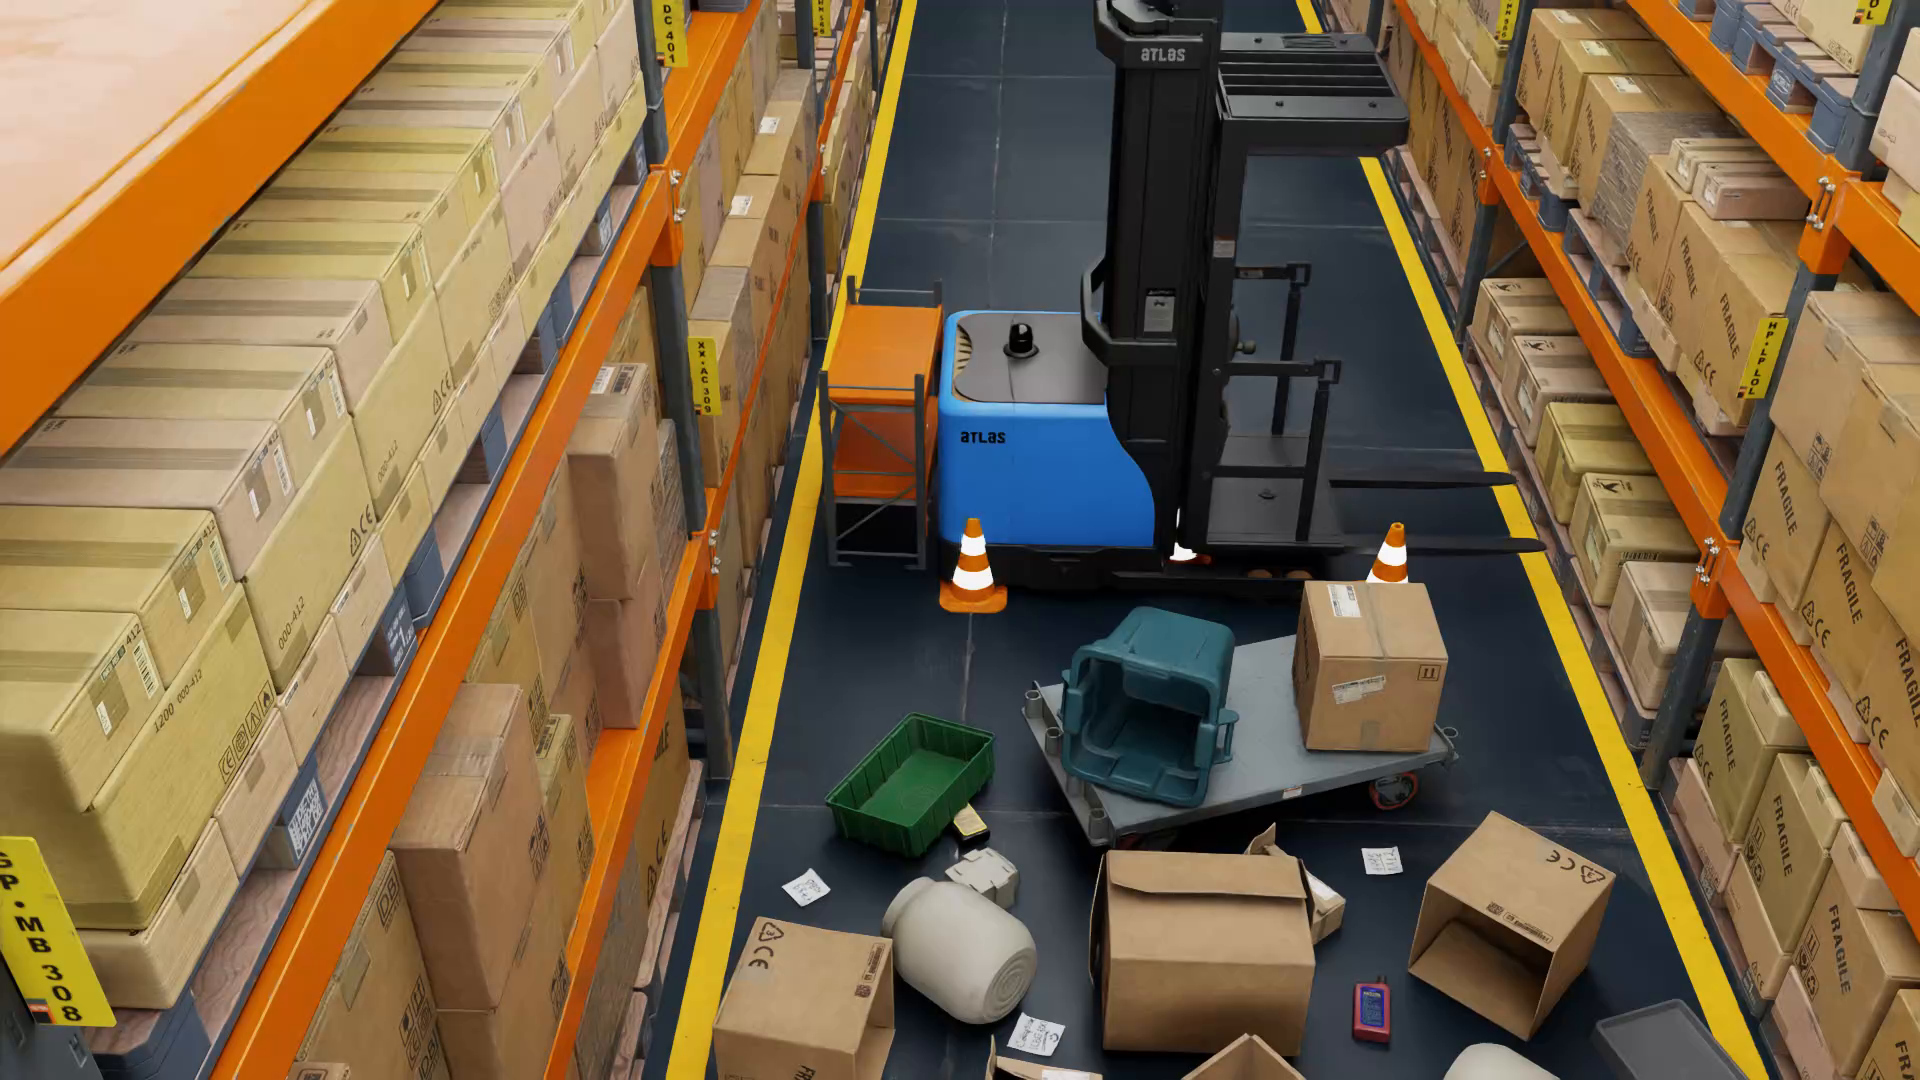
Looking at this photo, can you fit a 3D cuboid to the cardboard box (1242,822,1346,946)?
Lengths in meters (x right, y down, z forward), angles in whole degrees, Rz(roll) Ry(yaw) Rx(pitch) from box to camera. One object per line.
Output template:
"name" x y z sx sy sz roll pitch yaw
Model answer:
"cardboard box" 1.279 1.367 6.520 0.258 0.266 0.396 -24 42 -30

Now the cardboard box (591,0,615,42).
"cardboard box" -1.201 -1.527 4.724 0.380 0.149 0.250 1 35 2

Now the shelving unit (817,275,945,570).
"shelving unit" -0.383 -0.618 8.596 0.538 1.125 1.048 2 35 4

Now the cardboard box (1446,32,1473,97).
"cardboard box" 3.382 -2.998 10.483 0.500 0.250 0.500 2 35 3

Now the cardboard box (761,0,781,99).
"cardboard box" -1.362 -2.717 8.997 0.700 0.500 0.500 1 35 2

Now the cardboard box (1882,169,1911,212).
"cardboard box" 3.196 -1.120 5.290 0.380 0.149 0.250 1 35 1

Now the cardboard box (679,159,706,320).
"cardboard box" -1.462 -1.258 6.920 0.700 0.500 0.500 1 35 1

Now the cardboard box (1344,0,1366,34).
"cardboard box" 3.945 -4.763 14.727 0.875 0.438 0.875 0 35 0

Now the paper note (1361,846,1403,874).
"paper note" 1.730 1.309 6.806 0.148 0.019 0.142 1 35 2

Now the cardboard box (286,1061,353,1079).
"cardboard box" -1.601 1.356 3.088 0.875 0.550 0.550 1 35 2

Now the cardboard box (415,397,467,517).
"cardboard box" -1.270 -0.180 3.501 0.380 0.149 0.250 1 35 2

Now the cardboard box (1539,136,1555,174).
"cardboard box" 3.316 -2.037 8.839 0.380 0.149 0.250 -1 35 -1

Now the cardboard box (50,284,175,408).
"cardboard box" -1.873 -0.292 3.314 0.500 0.250 0.500 1 35 2

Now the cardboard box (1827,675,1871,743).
"cardboard box" 3.139 0.547 5.527 0.380 0.149 0.250 2 35 3

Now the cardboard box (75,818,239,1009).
"cardboard box" -1.321 0.545 2.470 0.380 0.149 0.250 2 35 2

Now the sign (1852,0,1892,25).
"sign" 2.901 -1.781 5.220 0.100 0.325 0.005 1 35 2

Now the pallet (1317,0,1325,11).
"pallet" 3.984 -5.463 16.285 1.003 0.211 1.213 1 35 2

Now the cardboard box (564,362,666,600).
"cardboard box" -1.449 -0.200 5.302 0.875 0.550 0.550 1 35 2

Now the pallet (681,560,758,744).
"pallet" -1.539 0.469 7.845 1.003 0.211 1.213 1 35 2

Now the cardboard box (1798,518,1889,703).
"cardboard box" 3.163 0.202 5.454 0.500 0.500 0.500 1 35 2

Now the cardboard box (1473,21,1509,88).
"cardboard box" 3.382 -2.896 9.903 0.500 0.250 0.500 1 35 2

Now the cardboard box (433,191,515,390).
"cardboard box" -1.319 -0.570 3.709 0.500 0.250 0.500 1 35 2

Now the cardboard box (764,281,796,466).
"cardboard box" -1.480 -0.926 8.996 1.050 0.750 0.750 2 35 3

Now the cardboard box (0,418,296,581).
"cardboard box" -1.303 -0.067 2.647 0.380 0.149 0.250 1 35 1

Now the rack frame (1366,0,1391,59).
"rack frame" 3.777 -4.767 12.869 1.000 3.000 0.127 1 35 2

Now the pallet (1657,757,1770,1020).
"pallet" 3.464 1.357 6.581 1.003 0.211 1.213 1 35 2

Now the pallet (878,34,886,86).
"pallet" -1.181 -4.069 14.301 1.003 0.211 1.213 1 35 2

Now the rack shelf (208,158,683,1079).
"rack shelf" -1.575 -0.011 4.119 1.077 0.370 4.000 1 35 2

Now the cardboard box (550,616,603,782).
"cardboard box" -1.636 0.548 5.176 0.875 0.550 0.550 1 35 2

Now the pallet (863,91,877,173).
"pallet" -1.203 -3.235 13.115 1.003 0.211 1.213 1 35 2

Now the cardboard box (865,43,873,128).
"cardboard box" -0.951 -3.541 12.934 0.500 0.500 0.500 1 35 1

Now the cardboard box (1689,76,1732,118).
"cardboard box" 3.847 -1.948 8.148 0.500 0.500 0.500 -1 35 -1

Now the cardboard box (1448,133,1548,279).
"cardboard box" 3.727 -2.166 10.652 0.875 0.875 0.875 1 35 1

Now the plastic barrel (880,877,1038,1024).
"plastic barrel" -0.007 1.515 6.172 0.512 0.421 0.421 28 44 33

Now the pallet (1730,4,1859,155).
"pallet" 3.587 -1.673 6.022 1.213 0.211 1.003 1 35 2

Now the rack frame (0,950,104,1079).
"rack frame" -1.658 -0.383 1.415 0.949 2.616 0.053 1 35 2

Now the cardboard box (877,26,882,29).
"cardboard box" -0.869 -4.327 14.358 0.380 0.149 0.250 1 35 2

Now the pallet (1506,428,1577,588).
"pallet" 3.532 -0.180 8.768 1.003 0.211 1.213 1 35 2

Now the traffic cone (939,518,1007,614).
"traffic cone" 0.068 0.076 8.186 0.336 0.463 0.334 1 35 2

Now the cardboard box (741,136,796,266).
"cardboard box" -1.125 -1.727 8.457 0.500 0.500 0.500 1 35 1

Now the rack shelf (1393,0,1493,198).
"rack shelf" 3.697 -3.323 11.441 1.077 0.370 4.000 1 35 2

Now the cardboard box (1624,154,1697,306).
"cardboard box" 3.290 -1.357 7.307 0.500 0.500 0.500 2 35 4

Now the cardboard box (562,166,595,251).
"cardboard box" -1.219 -0.907 4.535 0.380 0.149 0.250 1 35 2

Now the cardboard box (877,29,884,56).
"cardboard box" -0.839 -4.151 13.849 0.380 0.149 0.250 3 35 4

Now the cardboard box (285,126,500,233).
"cardboard box" -1.251 -0.800 3.690 0.380 0.149 0.250 2 35 2

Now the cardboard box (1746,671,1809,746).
"cardboard box" 3.097 0.614 6.024 0.380 0.149 0.250 2 35 3

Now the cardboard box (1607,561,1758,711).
"cardboard box" 3.474 0.431 7.393 0.950 0.372 0.625 2 35 2

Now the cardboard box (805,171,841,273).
"cardboard box" -1.050 -2.074 10.847 0.500 0.500 0.500 0 35 0

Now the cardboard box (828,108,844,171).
"cardboard box" -1.044 -2.663 11.032 0.500 0.250 0.500 1 35 1

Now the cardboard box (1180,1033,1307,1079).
"cardboard box" 0.836 2.081 5.296 0.797 0.503 0.637 -24 42 -30

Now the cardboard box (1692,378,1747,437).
"cardboard box" 3.201 -0.541 6.711 0.380 0.149 0.250 2 35 3

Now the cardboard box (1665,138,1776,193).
"cardboard box" 3.251 -1.595 7.081 0.380 0.149 0.250 0 35 0

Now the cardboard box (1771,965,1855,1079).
"cardboard box" 3.133 1.727 5.655 0.500 0.250 0.500 1 35 1

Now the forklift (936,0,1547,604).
"forklift" 1.411 -1.195 7.847 3.031 2.935 1.130 1 35 2
